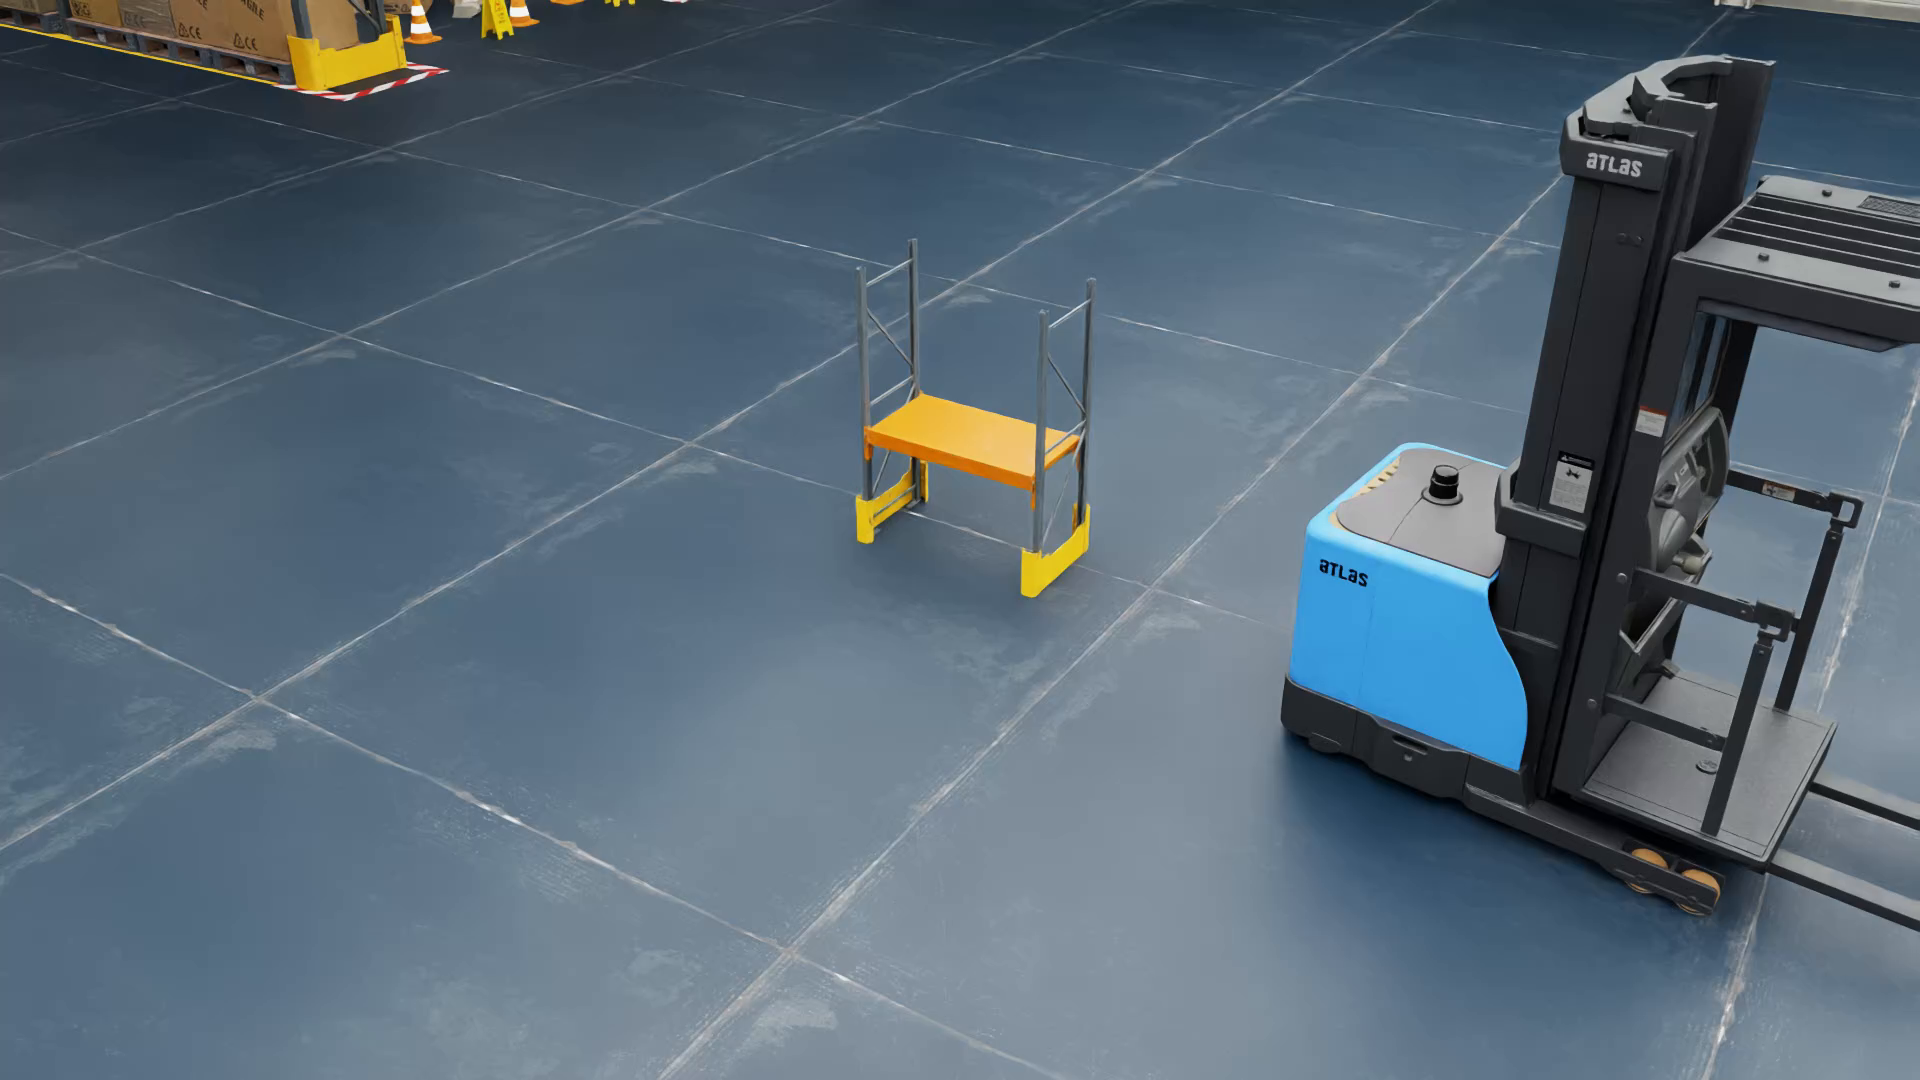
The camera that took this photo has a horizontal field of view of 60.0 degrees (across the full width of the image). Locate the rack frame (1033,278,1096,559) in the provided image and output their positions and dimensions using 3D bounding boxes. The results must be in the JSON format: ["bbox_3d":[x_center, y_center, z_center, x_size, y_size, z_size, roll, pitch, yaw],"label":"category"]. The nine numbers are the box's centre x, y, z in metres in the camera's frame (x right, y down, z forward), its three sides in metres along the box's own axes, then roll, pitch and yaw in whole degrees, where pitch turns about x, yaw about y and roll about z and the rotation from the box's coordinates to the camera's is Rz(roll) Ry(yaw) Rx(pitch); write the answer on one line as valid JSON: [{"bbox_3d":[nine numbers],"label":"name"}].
[{"bbox_3d":[0.503,-0.489,8.099,0.032,1.500,0.500,18,35,27],"label":"rack frame"}]

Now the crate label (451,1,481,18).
[{"bbox_3d":[-5.643,-6.064,19.009,0.298,0.136,0.250,1,30,2],"label":"crate label"}]

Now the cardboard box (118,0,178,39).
[{"bbox_3d":[-8.265,-5.874,17.534,0.875,0.875,0.875,18,35,28],"label":"cardboard box"}]

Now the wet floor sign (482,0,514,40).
[{"bbox_3d":[-5.061,-5.797,18.047,0.232,0.644,0.267,12,32,19],"label":"wet floor sign"}]

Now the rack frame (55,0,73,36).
[{"bbox_3d":[-9.526,-7.049,17.855,0.127,3.000,1.000,18,35,27],"label":"rack frame"}]

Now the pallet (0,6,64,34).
[{"bbox_3d":[-10.220,-6.019,18.857,1.213,0.211,1.003,18,35,27],"label":"pallet"}]

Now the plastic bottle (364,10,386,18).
[{"bbox_3d":[-6.702,-5.994,18.963,0.283,0.061,0.133,6,31,10],"label":"plastic bottle"}]

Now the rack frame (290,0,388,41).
[{"bbox_3d":[-6.138,-5.977,16.019,0.127,3.000,1.000,18,35,27],"label":"rack frame"}]

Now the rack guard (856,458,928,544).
[{"bbox_3d":[-0.357,-0.221,8.881,0.087,0.250,0.587,18,35,27],"label":"rack guard"}]

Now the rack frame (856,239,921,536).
[{"bbox_3d":[-0.358,-0.761,8.566,0.032,1.500,0.500,18,35,27],"label":"rack frame"}]

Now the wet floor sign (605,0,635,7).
[{"bbox_3d":[-4.000,-6.592,19.410,0.267,0.644,0.232,-21,36,-32],"label":"wet floor sign"}]

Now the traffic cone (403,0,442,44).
[{"bbox_3d":[-5.833,-5.630,17.941,0.334,0.463,0.336,18,35,27],"label":"traffic cone"}]

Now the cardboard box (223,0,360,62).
[{"bbox_3d":[-6.748,-5.394,16.711,0.875,0.875,0.875,18,35,28],"label":"cardboard box"}]

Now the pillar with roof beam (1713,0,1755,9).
[{"bbox_3d":[6.808,-8.347,14.127,0.400,9.000,9.100,18,35,27],"label":"pillar with roof beam"}]

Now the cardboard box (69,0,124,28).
[{"bbox_3d":[-9.031,-6.114,17.945,0.875,0.875,0.875,18,35,28],"label":"cardboard box"}]

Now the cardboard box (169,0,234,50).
[{"bbox_3d":[-7.494,-5.629,17.114,0.875,0.875,0.875,17,34,27],"label":"cardboard box"}]

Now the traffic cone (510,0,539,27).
[{"bbox_3d":[-4.945,-6.021,18.611,0.334,0.463,0.336,18,35,27],"label":"traffic cone"}]

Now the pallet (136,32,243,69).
[{"bbox_3d":[-7.886,-5.281,17.592,1.213,0.211,1.003,18,35,27],"label":"pallet"}]

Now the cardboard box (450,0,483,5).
[{"bbox_3d":[-5.776,-6.374,19.529,0.380,0.149,0.250,-15,33,-24],"label":"cardboard box"}]

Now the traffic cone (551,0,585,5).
[{"bbox_3d":[-4.642,-6.586,19.579,0.334,0.463,0.336,18,35,27],"label":"traffic cone"}]

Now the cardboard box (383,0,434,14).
[{"bbox_3d":[-6.426,-6.429,19.270,0.637,0.503,0.797,-4,30,-7],"label":"cardboard box"}]

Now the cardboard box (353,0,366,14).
[{"bbox_3d":[-7.091,-6.193,19.103,0.258,0.266,0.396,24,38,35],"label":"cardboard box"}]

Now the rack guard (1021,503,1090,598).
[{"bbox_3d":[0.486,0.046,8.423,0.087,0.250,0.587,18,35,27],"label":"rack guard"}]

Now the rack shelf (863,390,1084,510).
[{"bbox_3d":[0.072,-0.470,8.424,1.000,0.185,0.538,18,35,27],"label":"rack shelf"}]

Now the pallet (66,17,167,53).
[{"bbox_3d":[-8.924,-5.607,18.152,1.213,0.211,1.003,18,35,27],"label":"pallet"}]

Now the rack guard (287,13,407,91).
[{"bbox_3d":[-6.118,-4.891,16.638,0.348,0.500,1.175,18,35,27],"label":"rack guard"}]

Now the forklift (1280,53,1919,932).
[{"bbox_3d":[2.875,-0.149,6.096,3.031,2.935,1.130,21,36,32],"label":"forklift"}]

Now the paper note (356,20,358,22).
[{"bbox_3d":[-6.837,-5.870,18.803,0.032,0.001,0.123,-15,33,-24],"label":"paper note"}]

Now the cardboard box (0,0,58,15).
[{"bbox_3d":[-10.100,-6.386,18.536,0.750,0.750,1.050,17,34,27],"label":"cardboard box"}]

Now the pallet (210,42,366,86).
[{"bbox_3d":[-6.857,-4.953,17.031,1.213,0.211,1.003,18,35,27],"label":"pallet"}]

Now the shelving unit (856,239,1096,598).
[{"bbox_3d":[0.065,-0.627,8.337,1.083,1.500,0.587,18,35,27],"label":"shelving unit"}]
